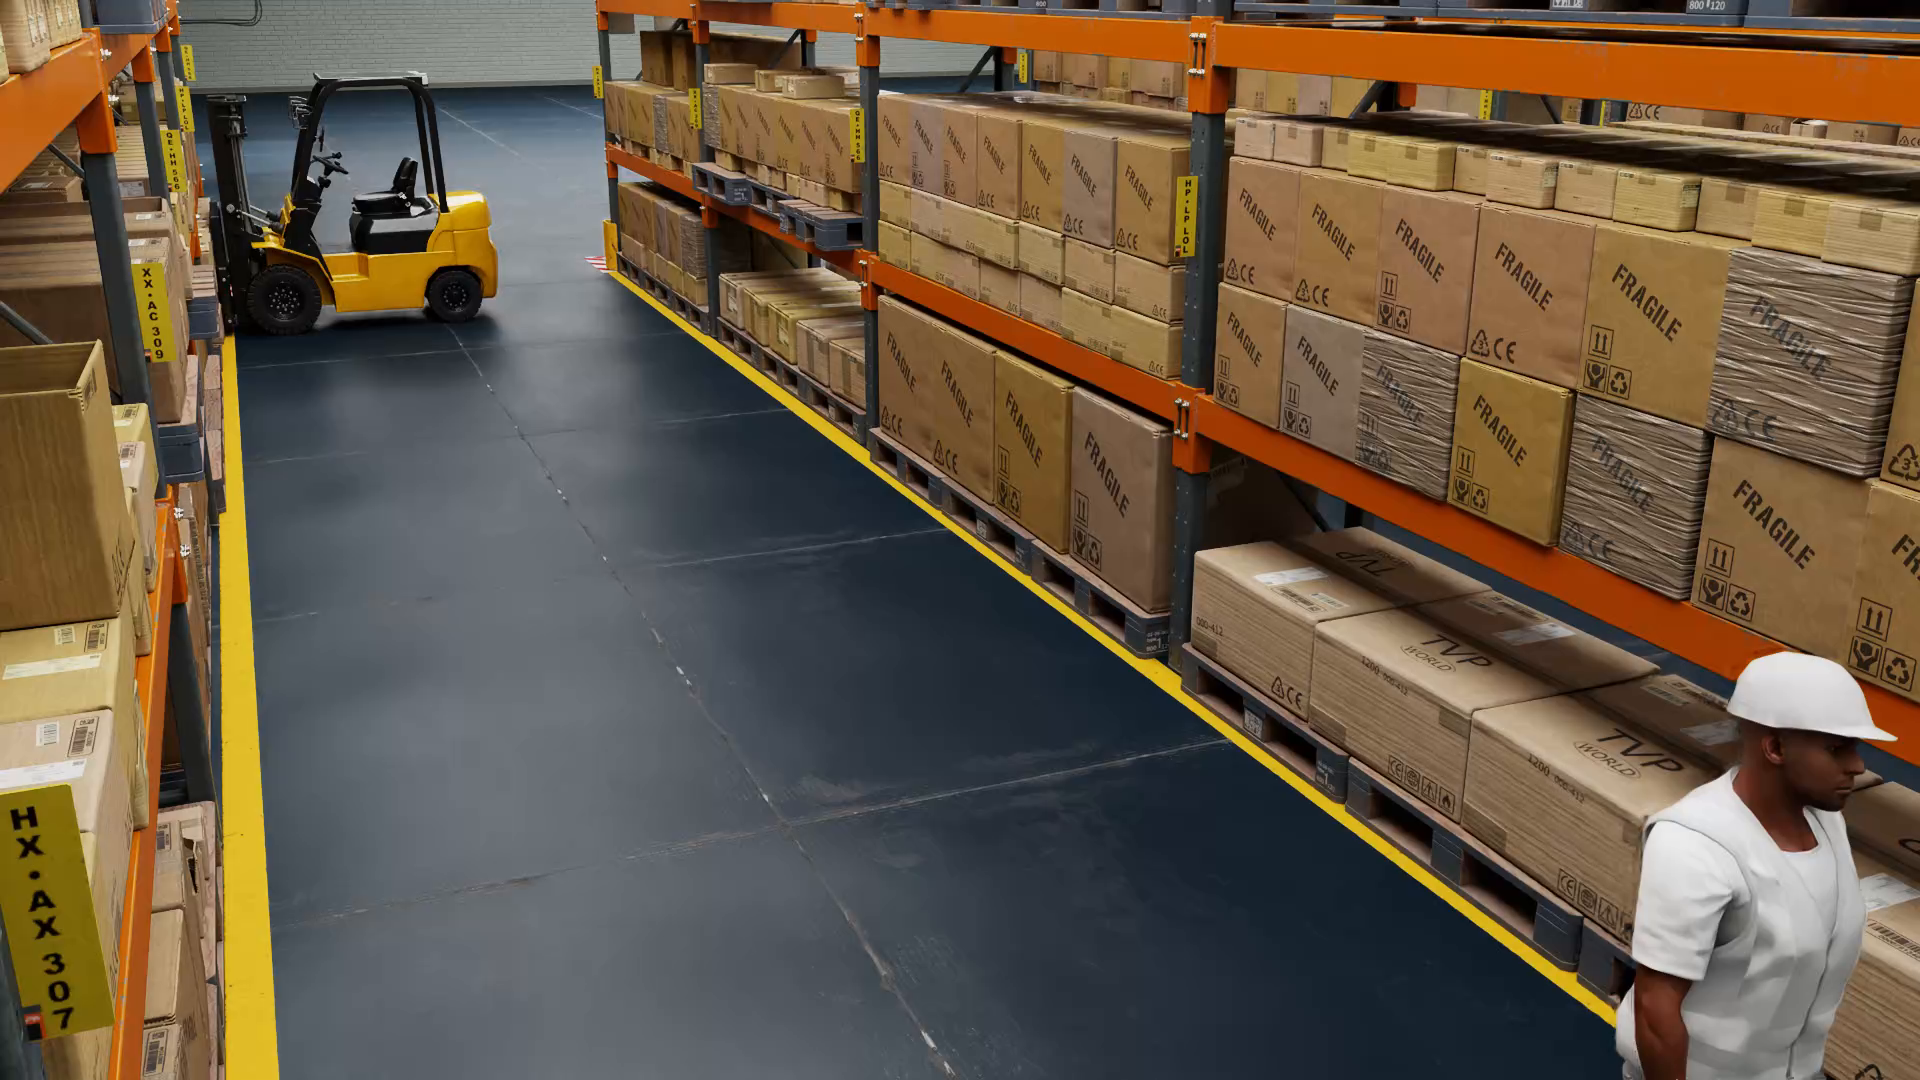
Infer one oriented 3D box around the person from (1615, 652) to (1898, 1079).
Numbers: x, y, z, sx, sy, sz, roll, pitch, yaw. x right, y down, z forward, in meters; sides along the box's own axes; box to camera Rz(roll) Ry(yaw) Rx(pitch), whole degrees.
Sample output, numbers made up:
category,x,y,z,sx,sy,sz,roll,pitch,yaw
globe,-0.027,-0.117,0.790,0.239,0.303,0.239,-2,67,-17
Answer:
category,x,y,z,sx,sy,sz,roll,pitch,yaw
person,1.568,1.100,3.319,0.645,1.796,0.779,-10,21,-27
